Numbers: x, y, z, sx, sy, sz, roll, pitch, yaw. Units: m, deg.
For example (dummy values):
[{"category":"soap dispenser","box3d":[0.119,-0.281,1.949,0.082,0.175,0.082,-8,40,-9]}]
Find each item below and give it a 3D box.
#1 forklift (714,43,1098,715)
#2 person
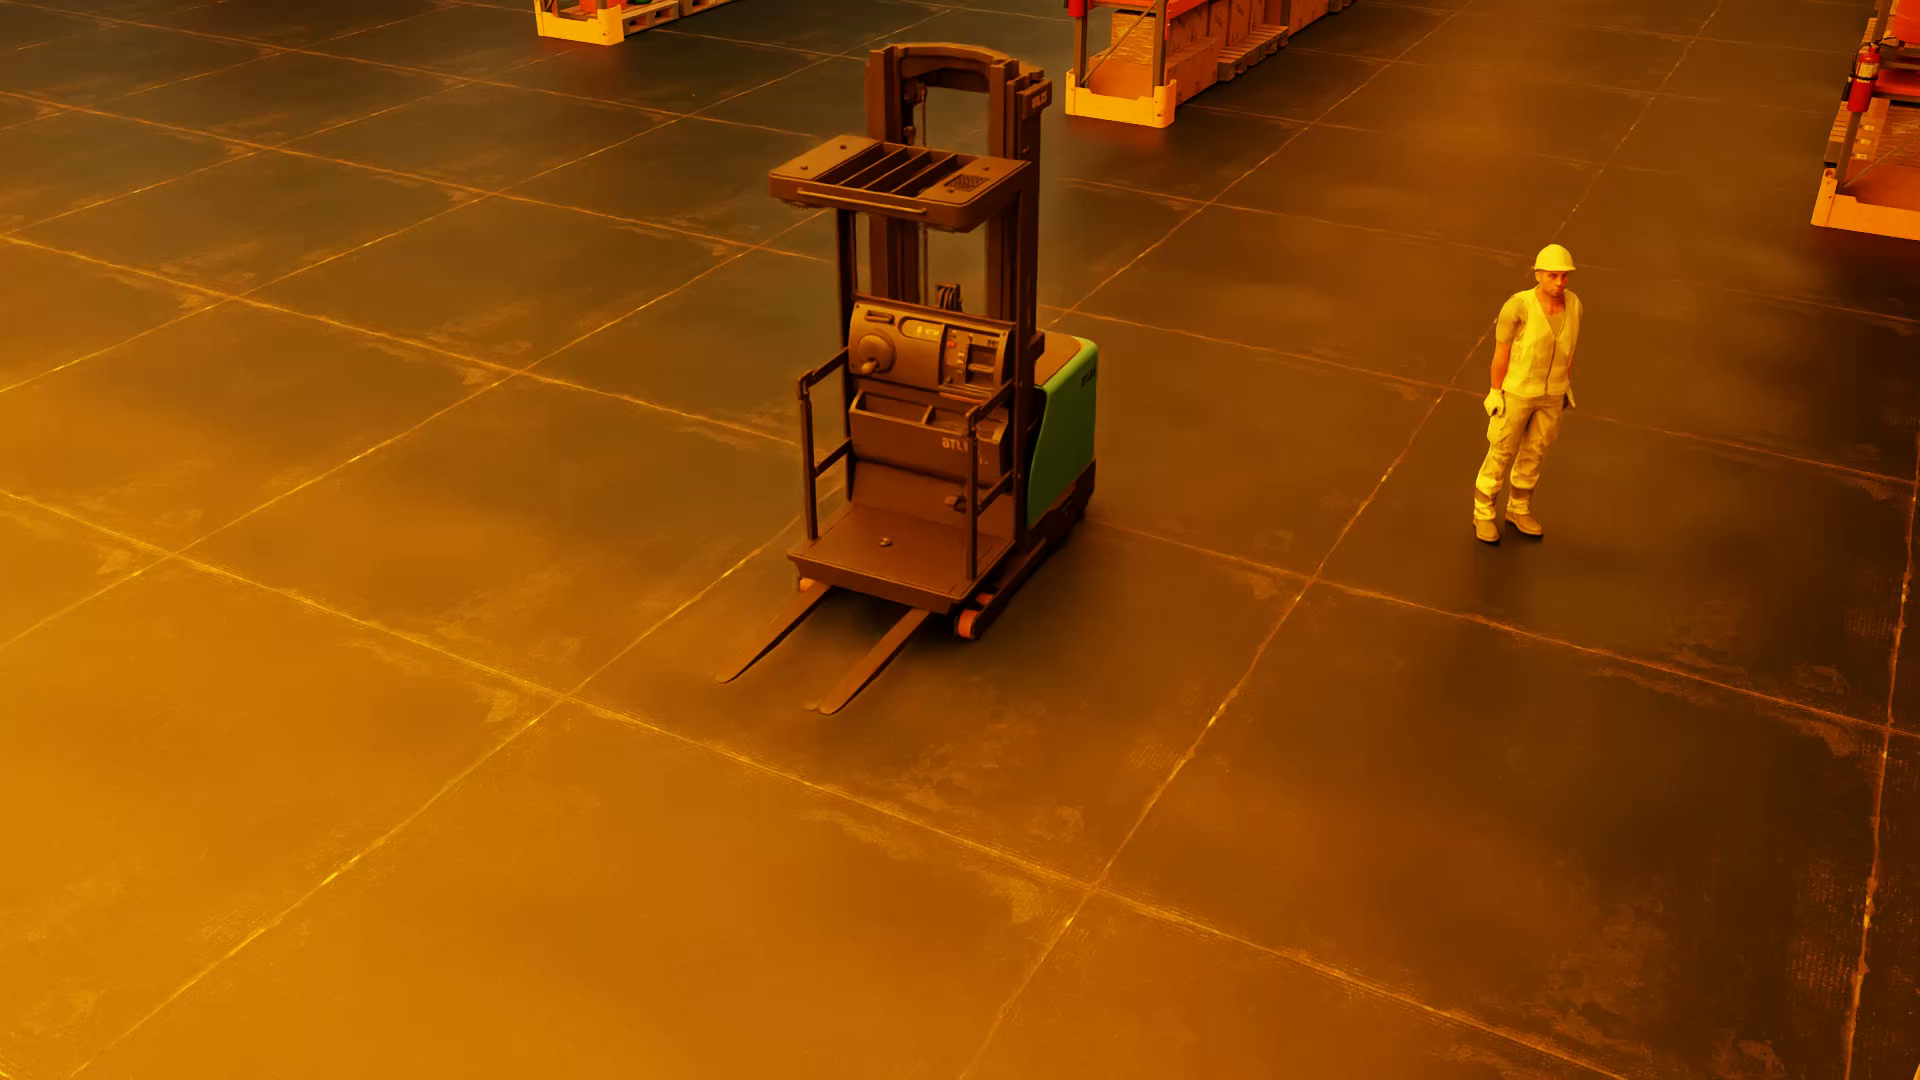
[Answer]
[{"category":"forklift","box3d":[-0.266,-0.979,8.766,1.130,2.935,3.031,14,33,22]},{"category":"person","box3d":[3.333,-0.848,9.680,0.546,1.795,0.352,-6,31,-11]}]
